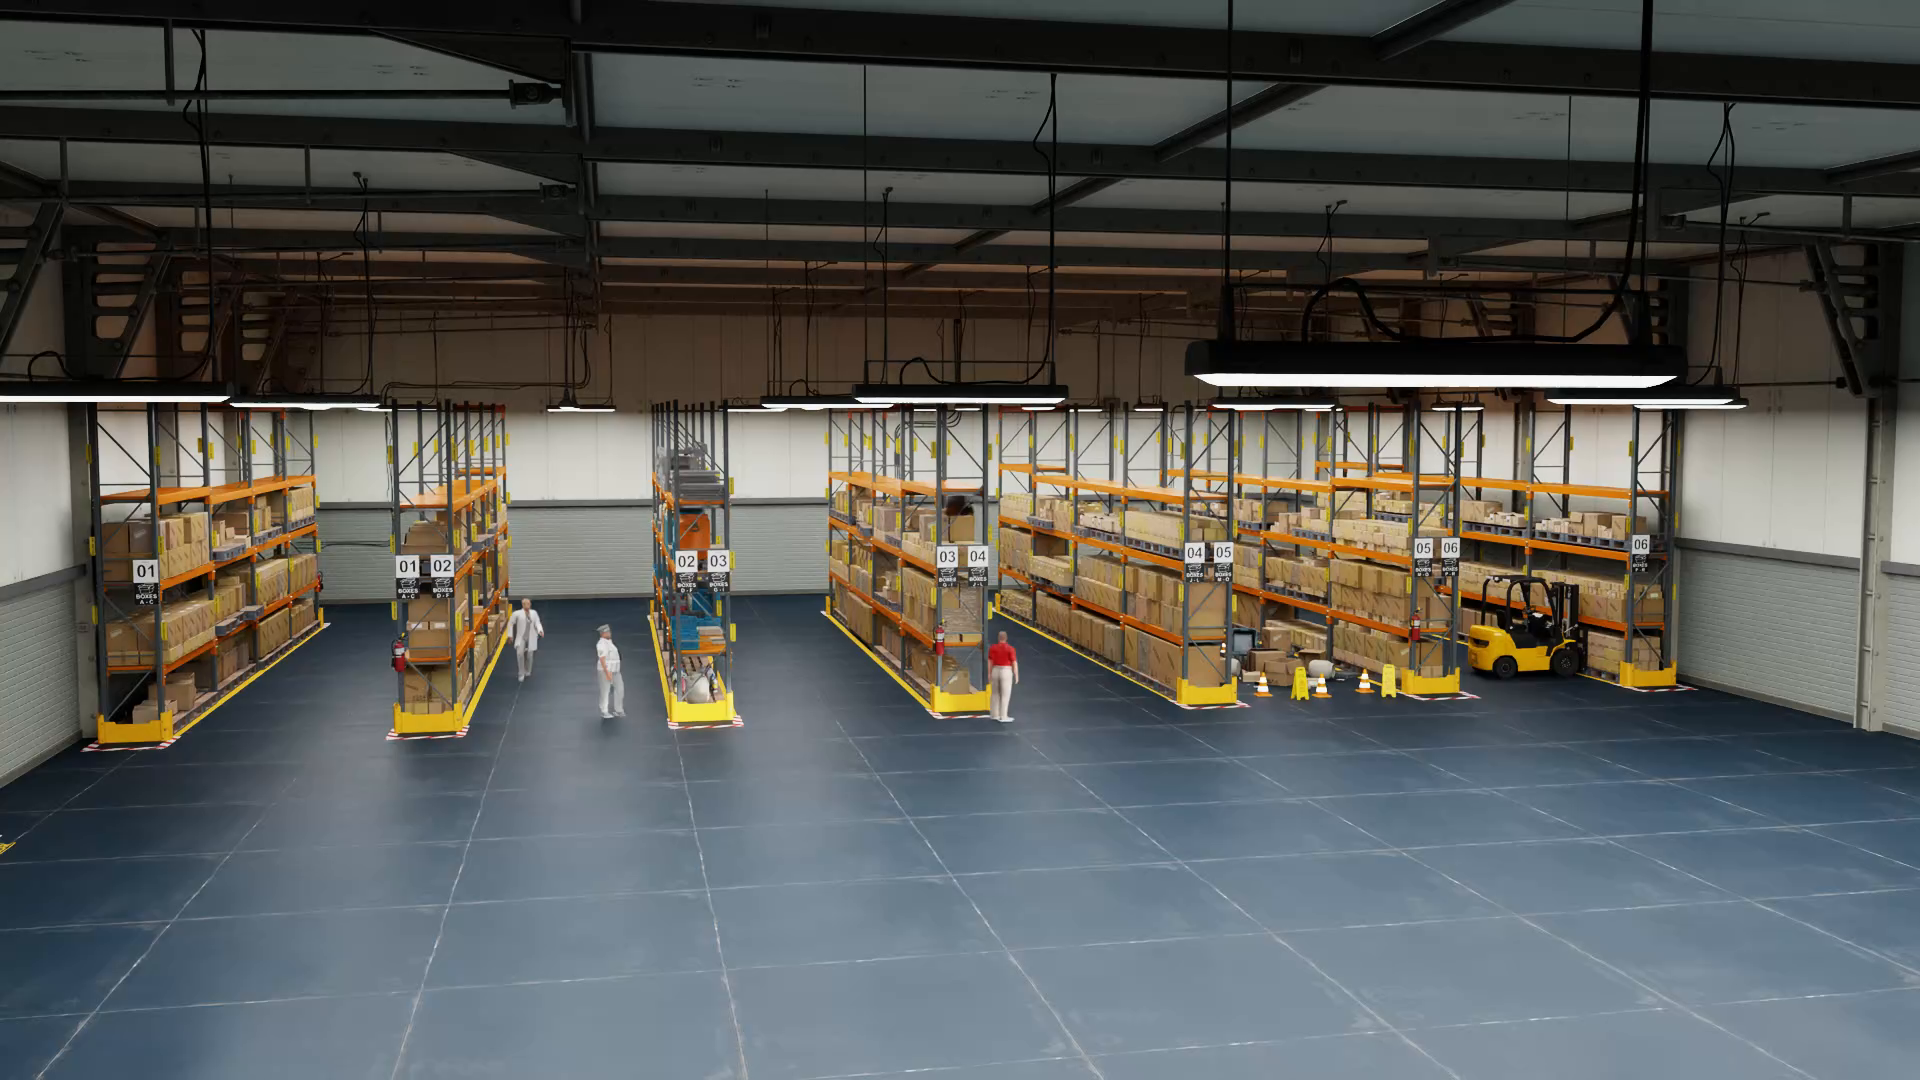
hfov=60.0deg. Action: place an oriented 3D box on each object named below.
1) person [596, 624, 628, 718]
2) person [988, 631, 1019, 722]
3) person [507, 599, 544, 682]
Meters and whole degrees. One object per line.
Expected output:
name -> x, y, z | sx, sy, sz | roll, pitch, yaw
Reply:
person -> -6.617, 2.504, 31.421 | 0.561, 1.831, 0.539 | 3, 5, 32
person -> 0.815, 2.538, 31.034 | 0.576, 1.730, 0.487 | 3, 5, 35
person -> -9.424, 2.177, 36.096 | 0.784, 1.817, 0.922 | -1, 4, -11
